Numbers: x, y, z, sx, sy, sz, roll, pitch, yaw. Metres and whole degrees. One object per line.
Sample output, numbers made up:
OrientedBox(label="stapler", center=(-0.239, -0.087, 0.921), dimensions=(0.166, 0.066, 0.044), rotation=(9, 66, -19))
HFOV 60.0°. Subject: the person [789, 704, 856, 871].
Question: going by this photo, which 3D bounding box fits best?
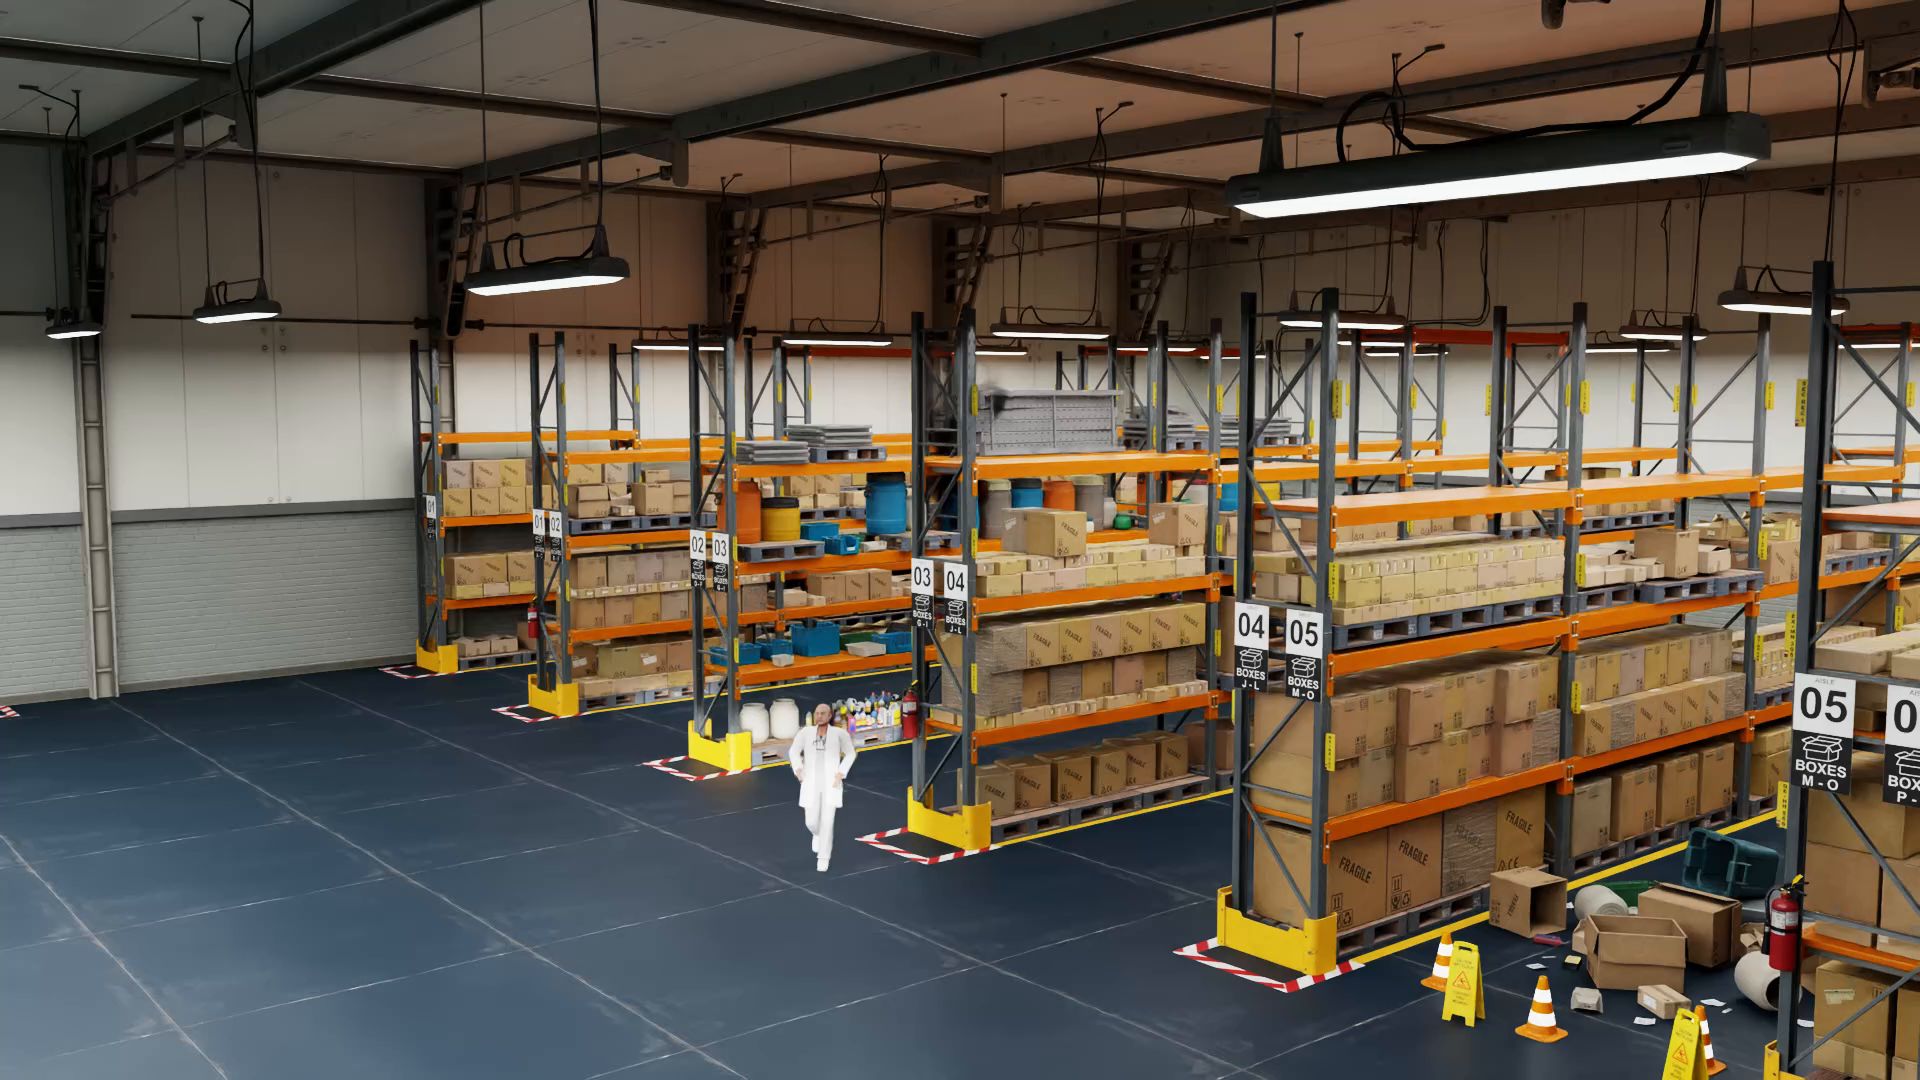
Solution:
OrientedBox(label="person", center=(-1.497, 2.641, 18.002), dimensions=(0.730, 1.752, 0.739), rotation=(0, 5, 3))
